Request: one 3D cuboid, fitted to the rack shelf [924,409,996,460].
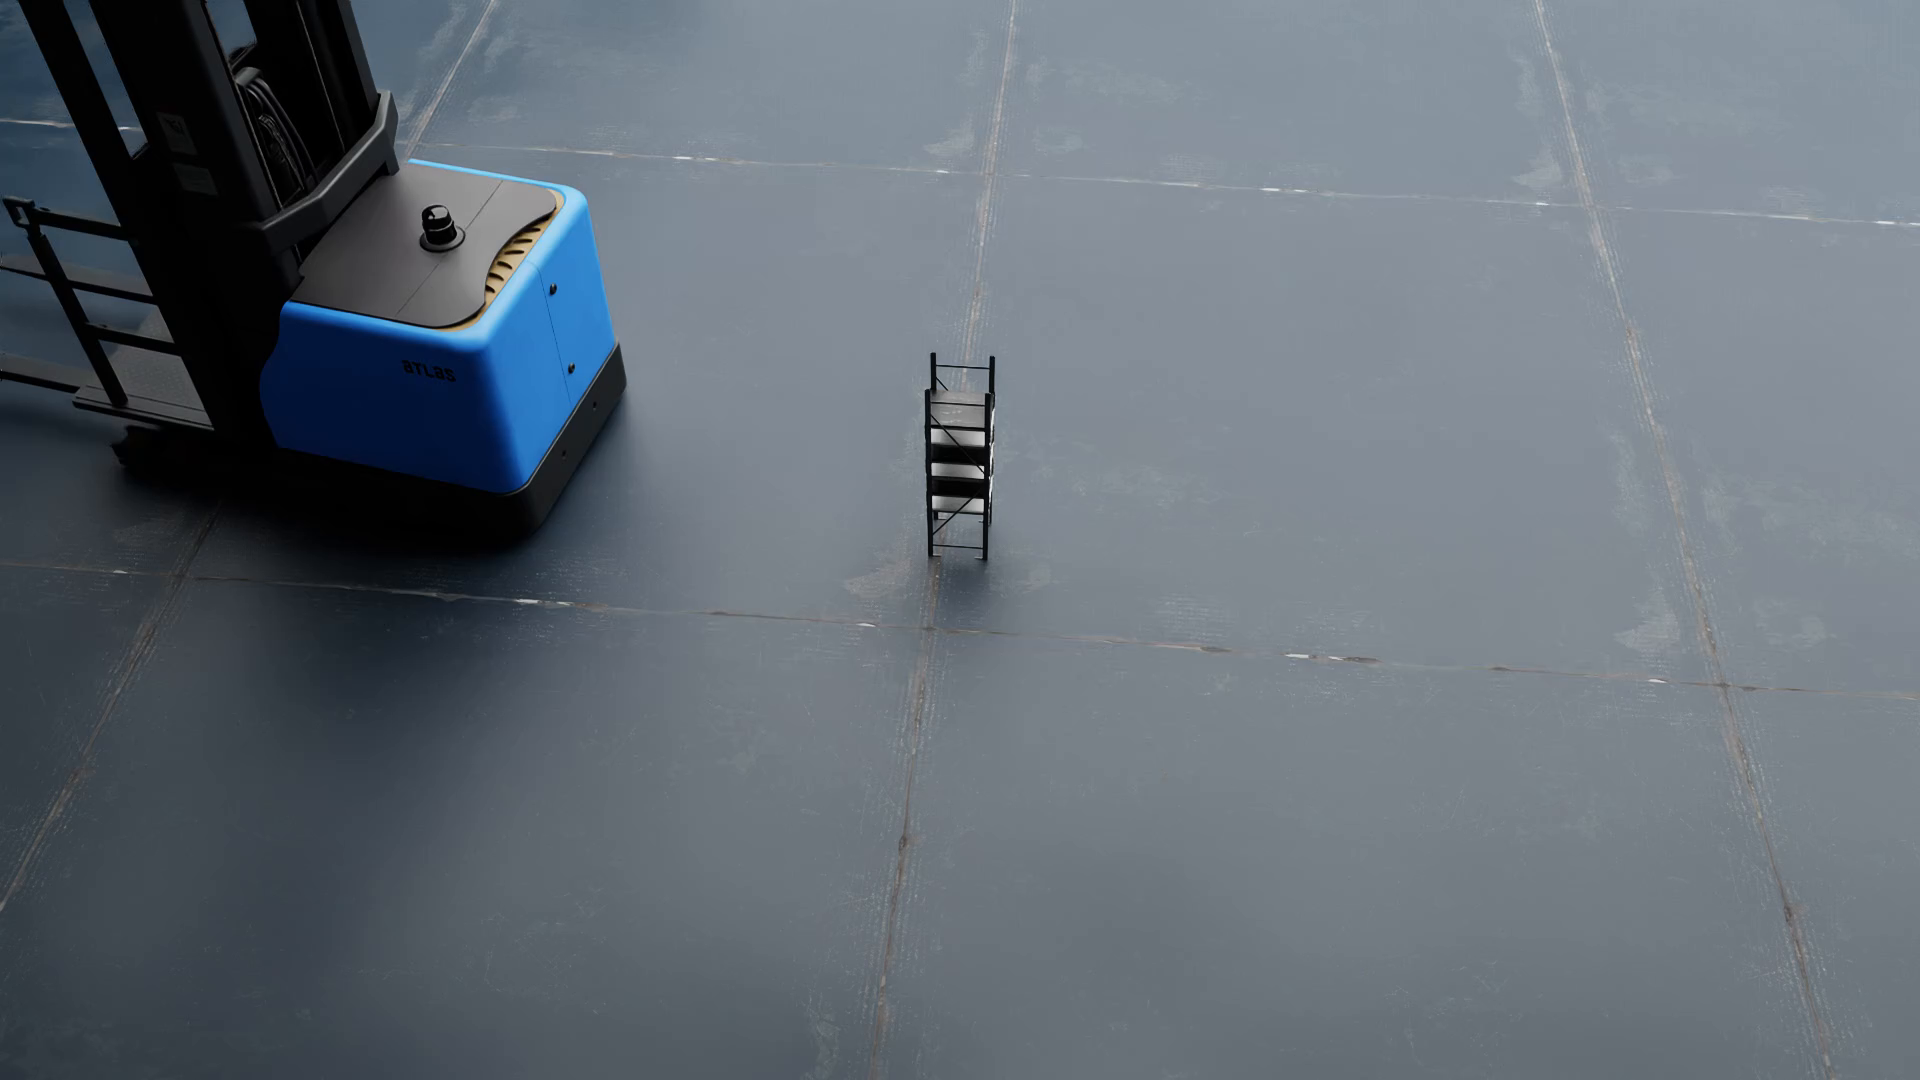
[{"bbox_3d":[0.001,-0.409,6.315,0.258,0.077,0.200,4,48,4],"label":"rack shelf"}]

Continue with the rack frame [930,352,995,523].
[{"bbox_3d":[0.010,-0.384,6.492,0.240,0.900,0.006,4,48,4],"label":"rack frame"}]

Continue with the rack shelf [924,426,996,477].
[{"bbox_3d":[0.001,-0.348,6.382,0.258,0.077,0.200,4,48,4],"label":"rack shelf"}]

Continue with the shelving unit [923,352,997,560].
[{"bbox_3d":[0.001,-0.310,6.423,0.258,0.900,0.210,4,48,4],"label":"shelving unit"}]

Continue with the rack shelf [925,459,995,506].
[{"bbox_3d":[0.001,-0.226,6.514,0.258,0.077,0.200,4,48,4],"label":"rack shelf"}]

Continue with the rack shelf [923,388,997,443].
[{"bbox_3d":[0.001,-0.469,6.249,0.258,0.077,0.200,4,48,4],"label":"rack shelf"}]

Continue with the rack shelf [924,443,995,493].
[{"bbox_3d":[0.001,-0.287,6.448,0.258,0.077,0.200,4,48,4],"label":"rack shelf"}]

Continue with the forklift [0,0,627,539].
[{"bbox_3d":[-3.034,-1.607,6.234,3.031,2.935,1.130,12,49,11],"label":"forklift"}]

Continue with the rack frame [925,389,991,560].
[{"bbox_3d":[-0.009,-0.235,6.355,0.240,0.900,0.006,4,48,4],"label":"rack frame"}]

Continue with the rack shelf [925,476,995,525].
[{"bbox_3d":[0.001,-0.166,6.581,0.258,0.077,0.200,4,48,4],"label":"rack shelf"}]
